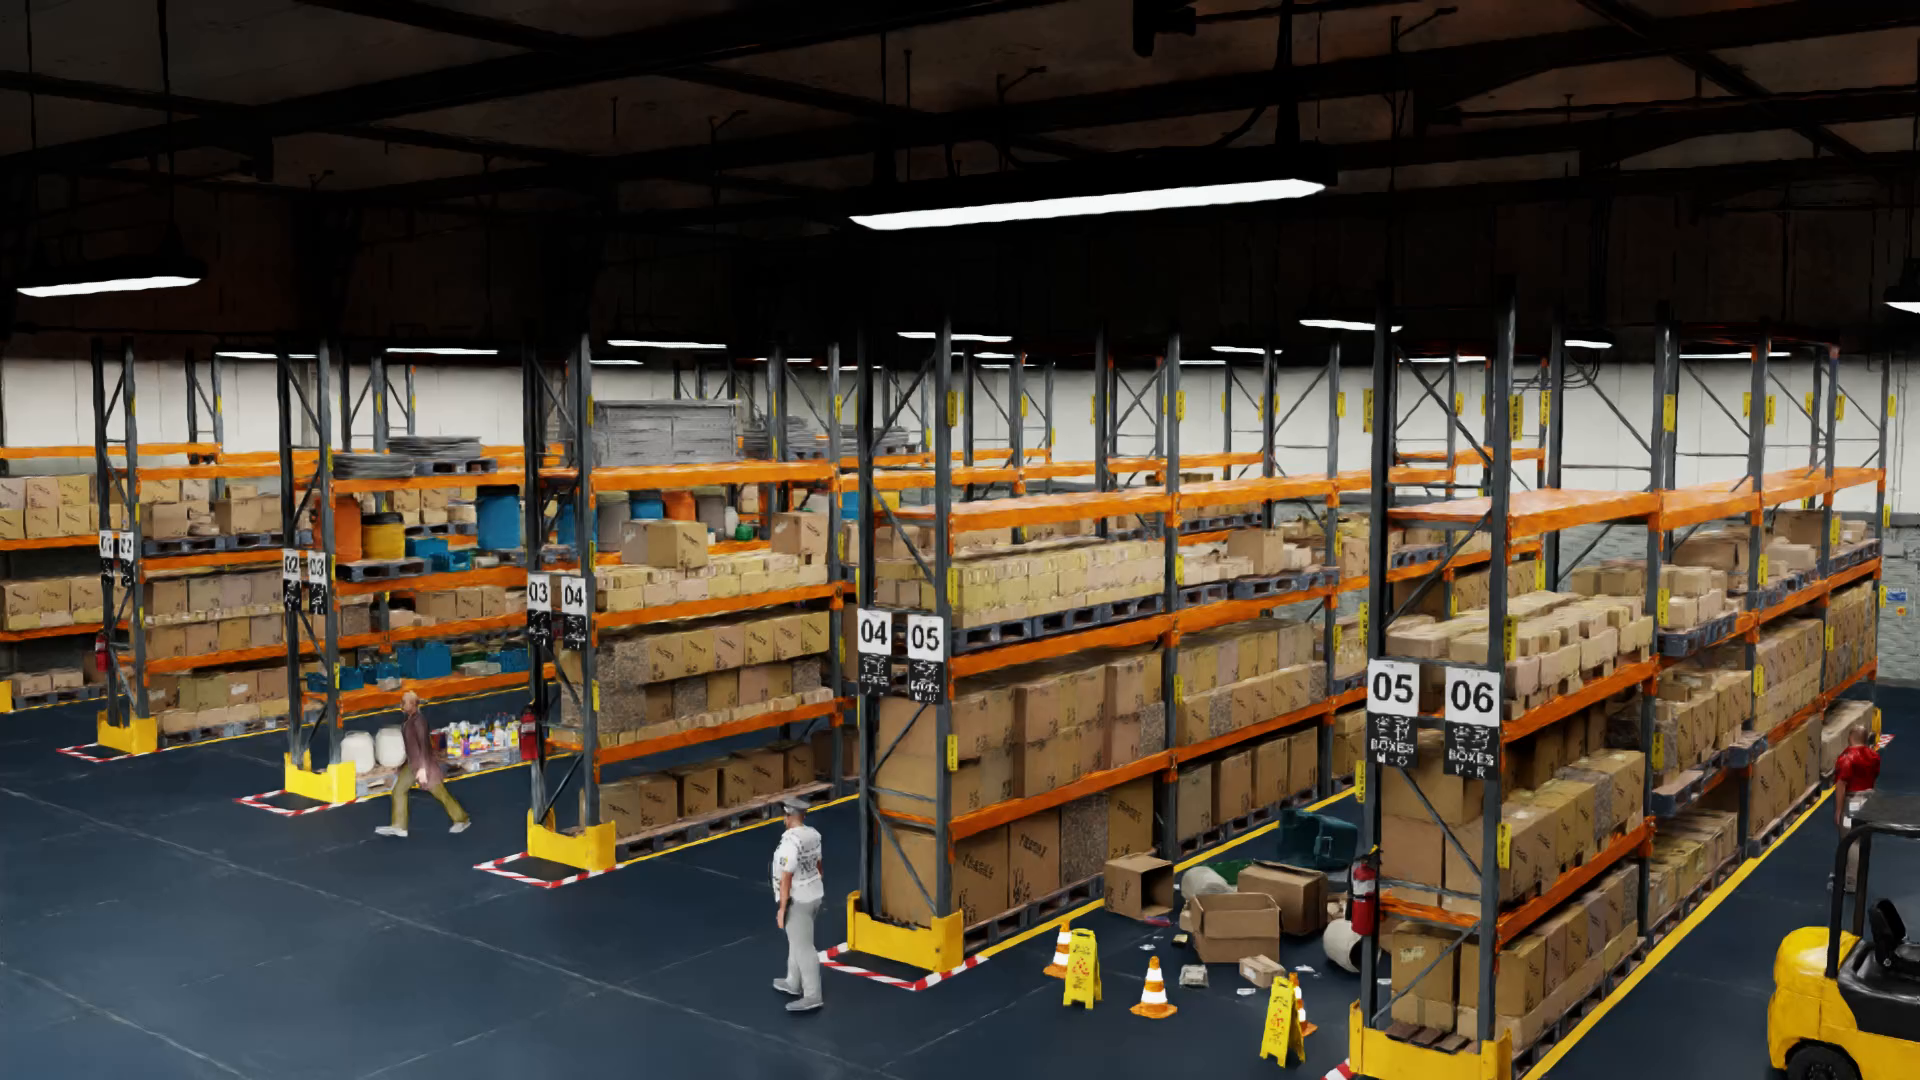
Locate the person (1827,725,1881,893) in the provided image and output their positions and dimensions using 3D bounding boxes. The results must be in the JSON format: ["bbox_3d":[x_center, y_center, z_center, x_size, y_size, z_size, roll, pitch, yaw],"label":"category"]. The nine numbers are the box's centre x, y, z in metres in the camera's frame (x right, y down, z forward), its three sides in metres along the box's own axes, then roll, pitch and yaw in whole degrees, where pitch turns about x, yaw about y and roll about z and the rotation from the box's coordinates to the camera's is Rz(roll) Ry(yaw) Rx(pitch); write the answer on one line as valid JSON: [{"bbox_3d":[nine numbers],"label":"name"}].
[{"bbox_3d":[9.308,2.781,17.385,0.588,1.731,0.495,-2,5,-21],"label":"person"}]

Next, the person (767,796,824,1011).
[{"bbox_3d":[-1.406,3.057,14.173,0.630,1.741,0.677,2,5,20],"label":"person"}]

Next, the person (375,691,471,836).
[{"bbox_3d":[-6.293,2.616,19.475,1.045,1.722,0.634,-3,6,-32],"label":"person"}]
